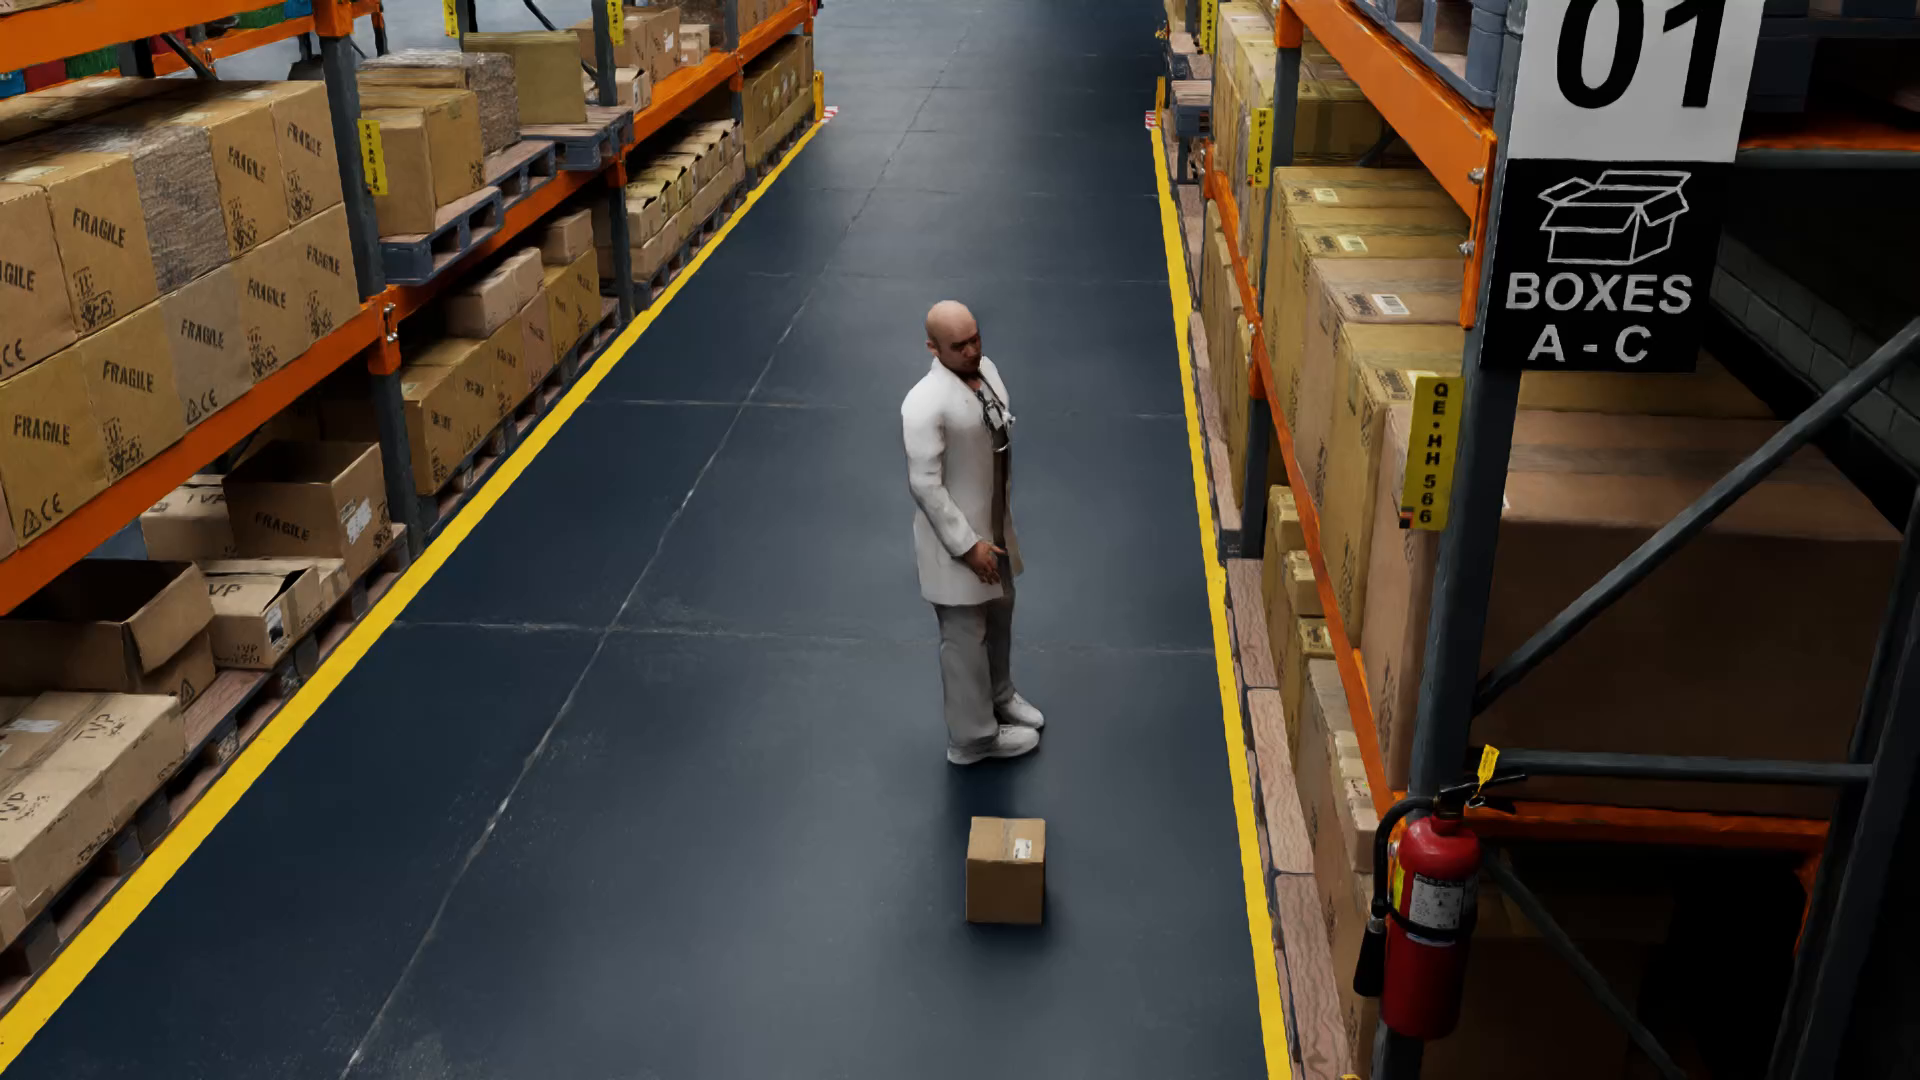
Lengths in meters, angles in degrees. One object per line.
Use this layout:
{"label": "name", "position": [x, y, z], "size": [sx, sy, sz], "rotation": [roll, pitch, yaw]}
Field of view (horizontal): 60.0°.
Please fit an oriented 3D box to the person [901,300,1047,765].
{"label": "person", "position": [0.082, -0.020, 6.172], "size": [0.464, 1.788, 0.642], "rotation": [13, 27, 26]}
